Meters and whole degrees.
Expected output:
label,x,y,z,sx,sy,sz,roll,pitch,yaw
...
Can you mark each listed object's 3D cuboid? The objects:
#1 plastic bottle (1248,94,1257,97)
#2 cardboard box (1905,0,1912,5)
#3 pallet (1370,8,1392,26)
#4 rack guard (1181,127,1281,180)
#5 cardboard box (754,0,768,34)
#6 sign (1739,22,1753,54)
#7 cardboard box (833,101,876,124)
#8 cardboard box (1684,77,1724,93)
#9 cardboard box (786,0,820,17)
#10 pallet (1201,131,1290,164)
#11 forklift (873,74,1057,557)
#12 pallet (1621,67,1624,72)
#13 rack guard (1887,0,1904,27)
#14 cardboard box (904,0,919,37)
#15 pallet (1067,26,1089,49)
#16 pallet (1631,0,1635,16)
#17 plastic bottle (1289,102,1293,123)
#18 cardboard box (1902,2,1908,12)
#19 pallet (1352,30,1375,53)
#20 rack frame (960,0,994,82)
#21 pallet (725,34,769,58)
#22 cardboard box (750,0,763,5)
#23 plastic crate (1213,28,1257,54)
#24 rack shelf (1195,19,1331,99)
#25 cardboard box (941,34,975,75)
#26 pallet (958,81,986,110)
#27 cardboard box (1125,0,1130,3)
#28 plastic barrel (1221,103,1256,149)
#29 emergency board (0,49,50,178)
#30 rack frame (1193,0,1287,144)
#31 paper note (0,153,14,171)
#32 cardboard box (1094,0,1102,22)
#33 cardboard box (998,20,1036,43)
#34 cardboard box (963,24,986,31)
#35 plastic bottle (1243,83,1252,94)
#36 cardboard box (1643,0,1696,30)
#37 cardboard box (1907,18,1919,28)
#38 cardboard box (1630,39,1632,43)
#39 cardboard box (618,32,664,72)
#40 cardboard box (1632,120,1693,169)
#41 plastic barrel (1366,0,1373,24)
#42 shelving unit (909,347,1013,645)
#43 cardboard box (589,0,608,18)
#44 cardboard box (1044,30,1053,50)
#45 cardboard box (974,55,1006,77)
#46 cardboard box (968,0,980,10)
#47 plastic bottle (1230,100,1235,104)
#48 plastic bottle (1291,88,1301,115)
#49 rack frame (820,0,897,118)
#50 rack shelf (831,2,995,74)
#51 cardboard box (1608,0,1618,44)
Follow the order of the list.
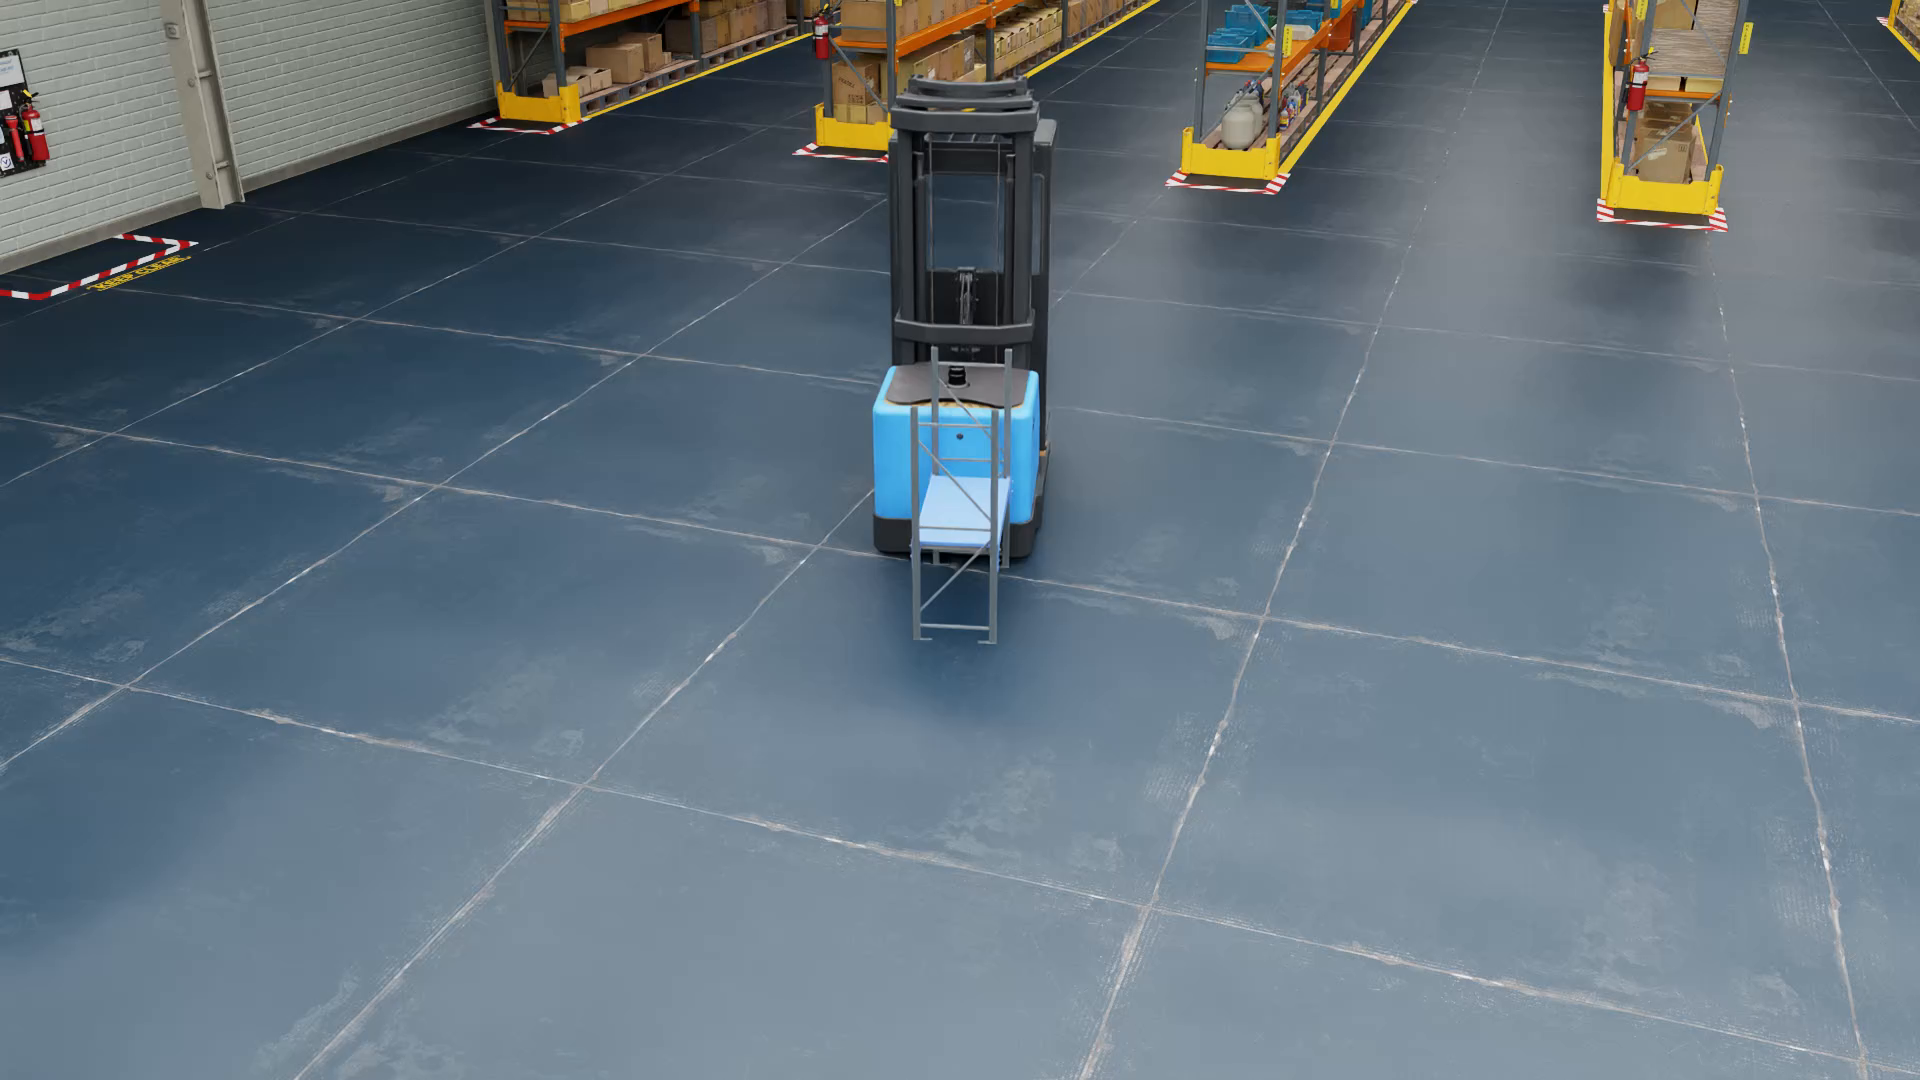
label,x,y,z,sx,sy,sz,roll,pitch,yaw
plastic bottle,3.977,-5.949,22.716,0.152,0.276,0.135,9,27,17
cardboard box,17.323,-9.756,30.065,0.380,0.149,0.250,9,27,17
pallet,7.563,-9.852,31.356,1.003,0.211,1.213,9,27,17
rack guard,3.343,-4.781,20.551,1.175,0.500,0.348,9,27,17
cardboard box,-3.790,-9.167,29.105,0.700,0.500,0.500,9,27,17
sign,8.544,-5.461,18.093,0.100,0.325,0.005,9,27,17
cardboard box,-1.408,-5.803,22.466,0.500,0.250,0.500,9,27,17
cardboard box,8.352,-5.119,18.670,0.380,0.149,0.250,9,27,17
cardboard box,-2.950,-10.097,30.647,0.750,0.750,0.750,8,27,17
pallet,3.618,-4.984,21.302,1.003,0.211,1.213,9,27,17
forklift,0.091,-1.818,11.641,1.130,2.935,3.031,2,26,5
pallet,11.028,-7.495,26.489,1.003,0.211,1.213,9,27,17
rack guard,17.975,-9.808,30.933,1.175,0.500,0.348,9,27,17
cardboard box,-0.970,-7.039,22.232,0.700,0.500,0.500,9,27,19
pallet,1.638,-8.922,29.435,1.003,0.211,1.213,9,27,17
pallet,10.075,-7.532,23.584,1.003,0.211,1.213,9,27,17
plastic bottle,4.406,-5.720,22.248,0.097,0.271,0.097,0,26,0
cardboard box,17.440,-9.722,30.335,0.380,0.149,0.250,9,27,17
pallet,6.655,-8.730,29.039,1.003,0.211,1.213,9,27,17
rack frame,0.023,-8.232,24.810,1.000,3.000,0.127,9,27,17
pallet,-3.988,-8.517,28.598,1.003,0.211,1.213,9,27,17
cardboard box,-3.758,-9.474,28.879,0.500,0.250,0.500,9,27,18
plastic crate,3.468,-6.316,21.024,0.499,0.251,0.408,9,27,17
rack shelf,4.027,-6.366,21.782,1.077,0.370,4.000,9,27,17
cardboard box,-0.103,-7.095,24.274,0.500,0.500,0.500,9,27,17
pallet,-0.281,-6.656,24.755,1.003,0.211,1.213,9,27,17
cardboard box,3.029,-10.648,32.381,0.500,0.311,0.500,9,27,17
plastic barrel,3.509,-5.219,20.960,0.421,0.512,0.421,0,26,0
emergency board,-9.418,-4.242,16.570,0.194,1.169,0.643,9,27,17
rack frame,3.362,-5.868,19.928,1.000,3.000,0.127,9,27,17
paper note,-9.542,-3.783,16.632,0.016,0.148,0.142,9,27,17
cardboard box,2.284,-9.731,30.269,0.500,0.500,0.500,8,27,16
cardboard box,0.906,-8.201,26.776,0.500,0.311,0.500,10,27,19
cardboard box,0.223,-8.063,26.491,0.500,0.311,0.500,9,27,17
plastic bottle,3.970,-6.169,23.083,0.144,0.351,0.185,8,27,15
cardboard box,7.982,-6.041,18.681,0.500,0.500,0.500,9,27,17
cardboard box,17.090,-9.181,29.560,0.380,0.149,0.250,7,27,15
cardboard box,8.913,-6.535,21.593,0.380,0.149,0.250,9,27,17
cardboard box,-4.957,-7.589,25.846,0.500,0.500,0.500,7,27,14
cardboard box,8.423,-4.719,19.940,0.500,0.500,0.500,17,30,31
plastic barrel,7.158,-9.823,30.022,0.600,0.901,0.708,9,27,17
shelving unit,0.020,-0.283,10.114,0.538,1.500,1.048,2,26,5
cardboard box,-5.359,-7.616,23.687,0.500,0.250,0.500,8,27,16
cardboard box,1.241,-8.363,27.754,0.500,0.250,0.500,8,27,17
cardboard box,0.391,-7.313,25.585,0.500,0.250,0.500,8,27,16
cardboard box,-0.119,-8.094,24.409,0.700,0.500,0.500,8,27,16
plastic bottle,3.669,-5.758,22.321,0.152,0.276,0.135,9,27,18
plastic bottle,4.579,-6.000,22.734,0.144,0.351,0.185,9,27,17
rack frame,-1.308,-6.588,21.415,1.000,3.000,0.127,9,27,17
rack shelf,-0.642,-7.086,23.269,1.077,0.370,4.000,9,27,17
cardboard box,11.535,-8.681,27.693,1.225,0.875,0.875,8,27,16
